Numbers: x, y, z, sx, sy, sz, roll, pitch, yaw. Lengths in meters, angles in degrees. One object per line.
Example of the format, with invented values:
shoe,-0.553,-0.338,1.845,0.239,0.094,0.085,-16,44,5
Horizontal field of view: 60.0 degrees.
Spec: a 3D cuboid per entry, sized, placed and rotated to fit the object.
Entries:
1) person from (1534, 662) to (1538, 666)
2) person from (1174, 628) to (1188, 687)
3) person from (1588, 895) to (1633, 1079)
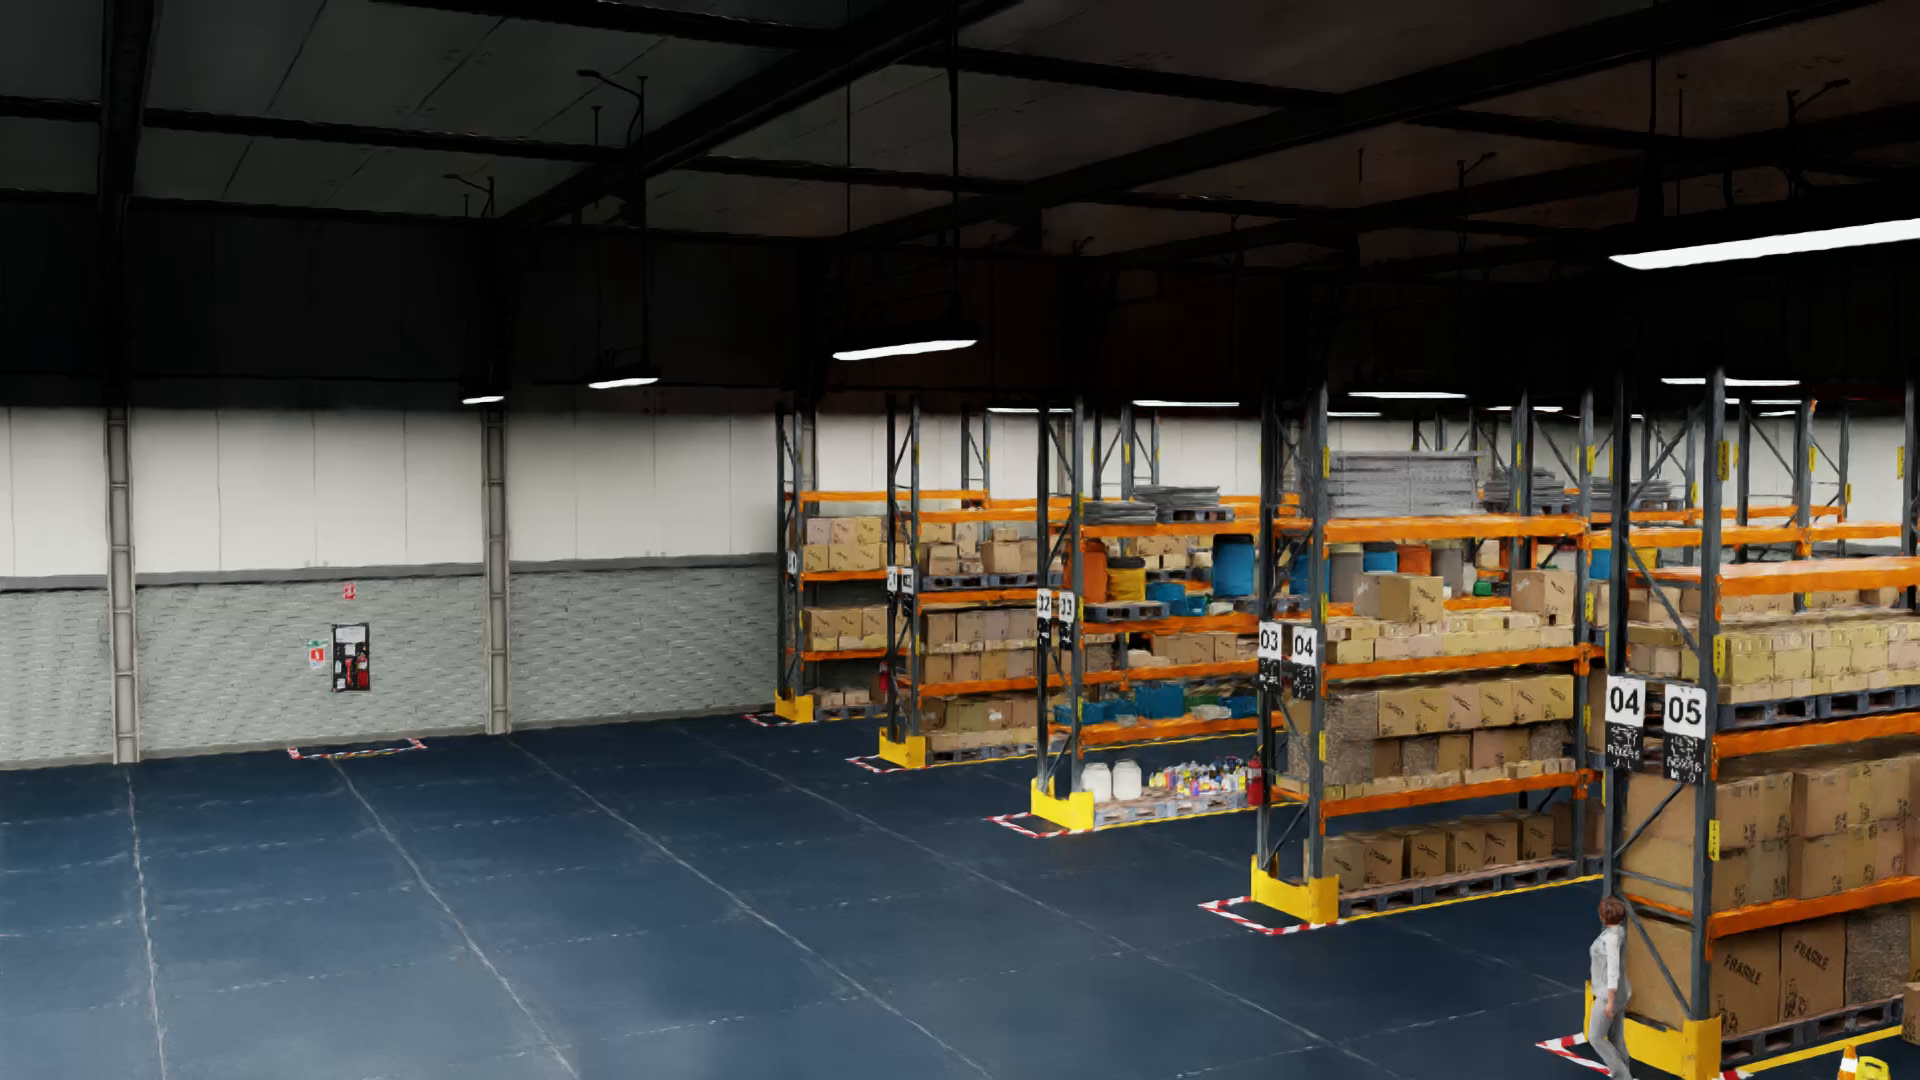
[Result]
person,13.158,2.169,38.596,0.675,1.643,0.483,1,3,18
person,4.280,2.444,32.573,0.470,1.754,0.588,2,4,33
person,5.154,3.615,13.122,0.363,1.592,0.526,2,4,32
